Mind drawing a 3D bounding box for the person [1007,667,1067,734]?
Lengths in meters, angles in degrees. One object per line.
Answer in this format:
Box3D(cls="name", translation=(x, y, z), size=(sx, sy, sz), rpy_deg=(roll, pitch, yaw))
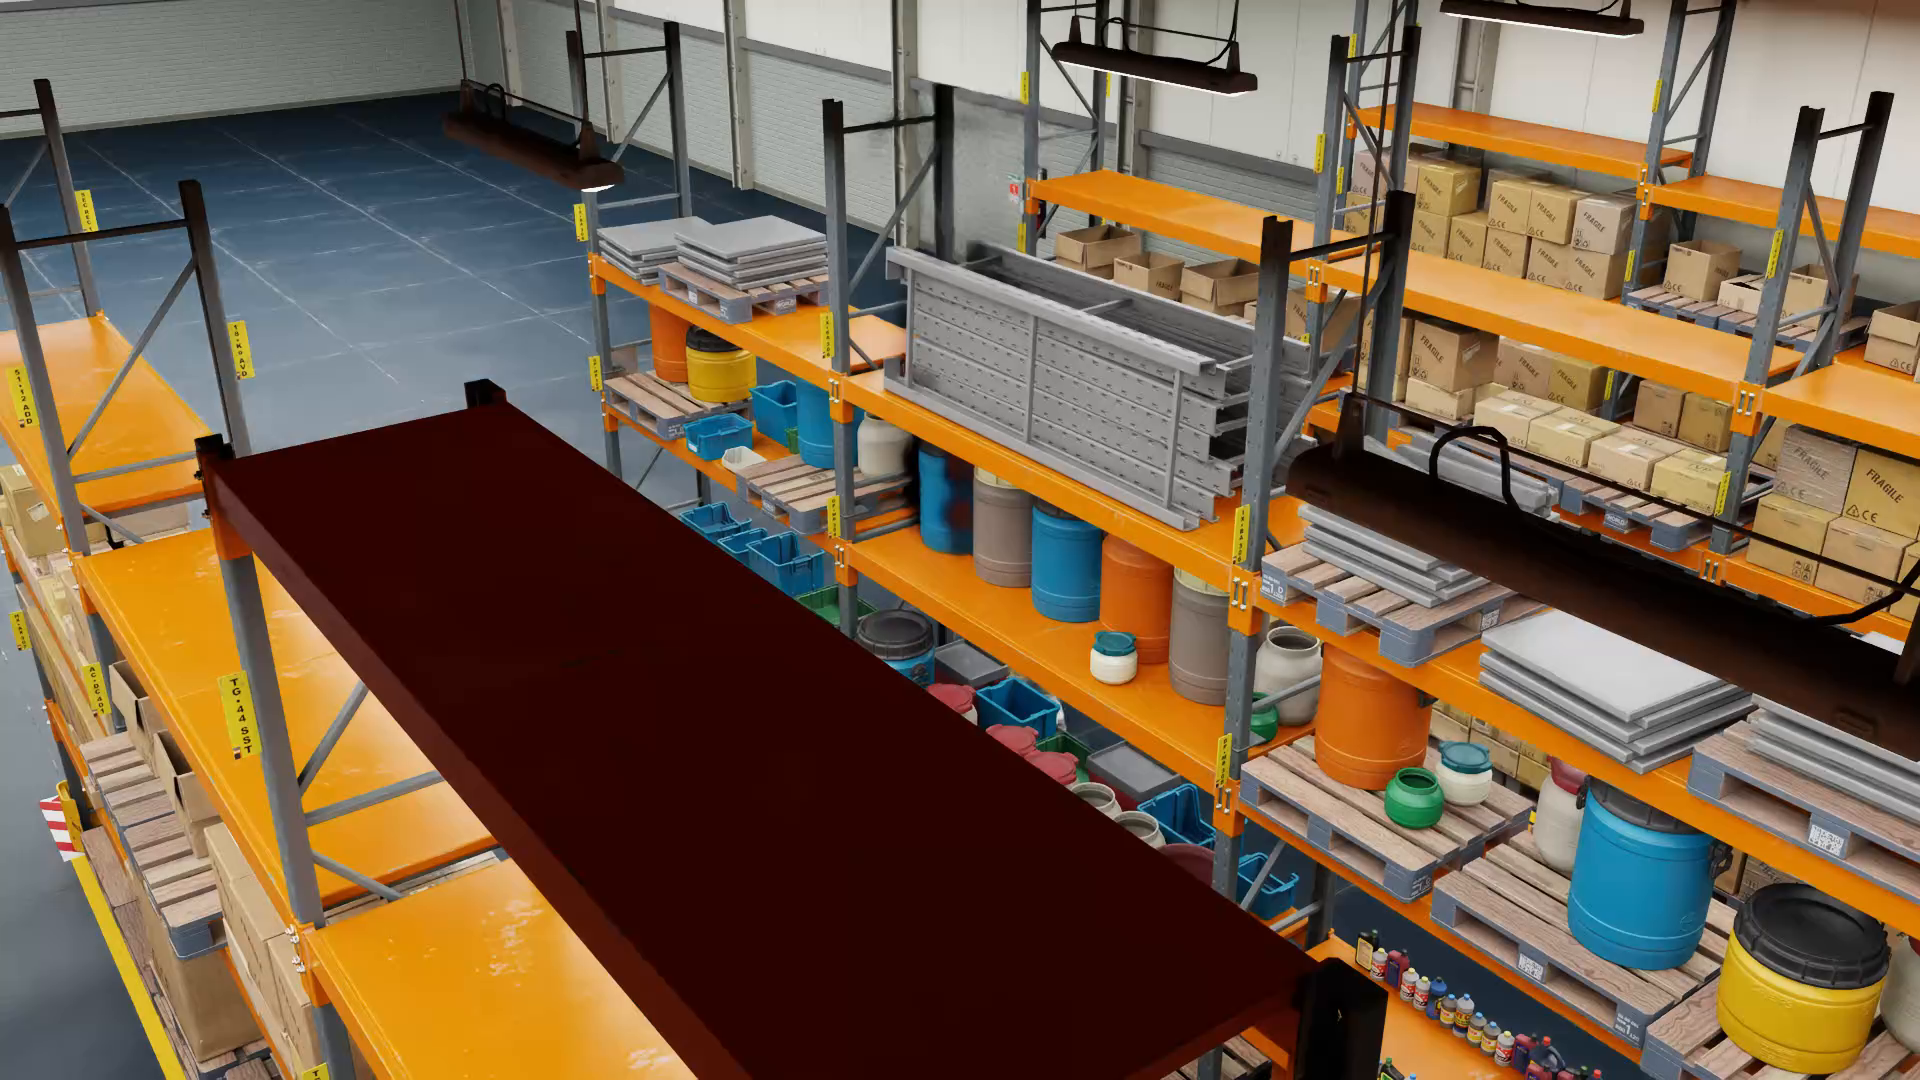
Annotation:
Box3D(cls="person", translation=(0.671, 1.038, 14.605), size=(0.632, 1.824, 0.692), rpy_deg=(-23, 33, -40))
